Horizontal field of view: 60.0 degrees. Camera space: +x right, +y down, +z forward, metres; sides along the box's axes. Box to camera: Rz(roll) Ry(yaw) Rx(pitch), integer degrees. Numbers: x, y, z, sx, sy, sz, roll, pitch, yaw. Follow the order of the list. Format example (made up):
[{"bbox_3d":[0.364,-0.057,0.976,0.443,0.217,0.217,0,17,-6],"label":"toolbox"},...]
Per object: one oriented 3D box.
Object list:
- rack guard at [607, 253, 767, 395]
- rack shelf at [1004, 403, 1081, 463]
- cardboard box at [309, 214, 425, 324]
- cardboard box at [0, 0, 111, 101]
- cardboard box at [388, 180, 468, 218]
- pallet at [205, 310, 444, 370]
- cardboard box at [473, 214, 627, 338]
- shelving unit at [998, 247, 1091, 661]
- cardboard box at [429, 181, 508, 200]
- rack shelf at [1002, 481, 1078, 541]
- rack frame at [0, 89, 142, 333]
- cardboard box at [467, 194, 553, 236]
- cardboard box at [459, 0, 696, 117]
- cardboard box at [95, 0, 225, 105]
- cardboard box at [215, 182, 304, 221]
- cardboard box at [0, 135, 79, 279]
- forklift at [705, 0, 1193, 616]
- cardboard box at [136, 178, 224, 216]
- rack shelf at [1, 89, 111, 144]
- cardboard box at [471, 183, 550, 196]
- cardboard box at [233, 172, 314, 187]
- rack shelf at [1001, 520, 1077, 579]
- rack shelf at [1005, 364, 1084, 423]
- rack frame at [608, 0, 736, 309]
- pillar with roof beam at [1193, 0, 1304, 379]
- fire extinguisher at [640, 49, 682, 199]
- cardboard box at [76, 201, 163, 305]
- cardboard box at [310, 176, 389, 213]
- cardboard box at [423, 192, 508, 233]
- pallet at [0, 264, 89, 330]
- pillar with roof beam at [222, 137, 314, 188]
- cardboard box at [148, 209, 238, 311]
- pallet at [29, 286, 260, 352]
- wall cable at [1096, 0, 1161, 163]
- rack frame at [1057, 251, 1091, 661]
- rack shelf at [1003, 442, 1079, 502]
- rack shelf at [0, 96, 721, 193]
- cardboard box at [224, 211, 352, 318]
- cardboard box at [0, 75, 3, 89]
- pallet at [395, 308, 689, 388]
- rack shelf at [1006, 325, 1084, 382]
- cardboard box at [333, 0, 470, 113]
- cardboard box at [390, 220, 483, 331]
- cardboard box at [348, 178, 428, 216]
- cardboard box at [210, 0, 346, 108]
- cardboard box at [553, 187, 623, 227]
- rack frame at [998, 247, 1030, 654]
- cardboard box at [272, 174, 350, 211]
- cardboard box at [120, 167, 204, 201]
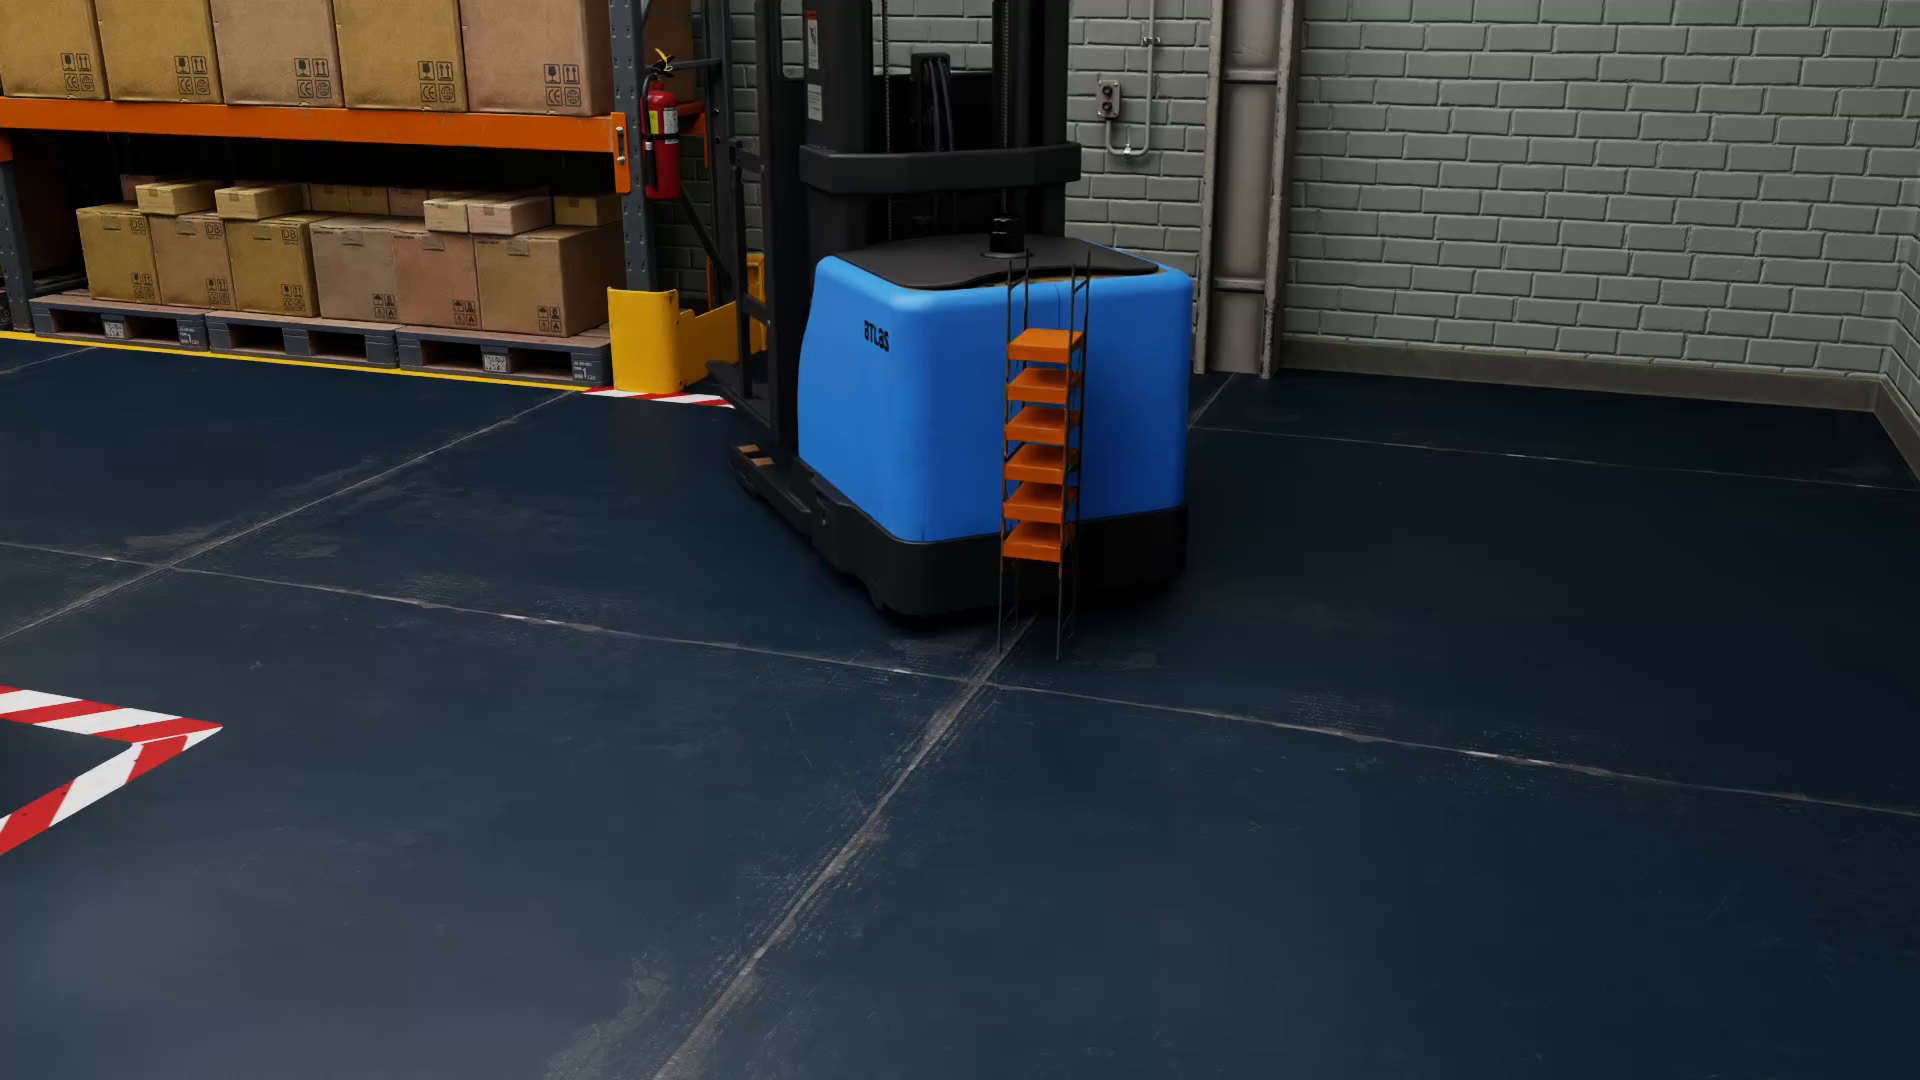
[{"bbox_3d":[-1.377,-1.139,8.584,0.348,0.500,1.175,7,20,18],"label":"rack guard"},{"bbox_3d":[0.250,-0.320,4.935,0.180,0.103,0.258,6,20,14],"label":"rack shelf"},{"bbox_3d":[-3.041,-1.493,8.961,0.500,0.500,0.700,6,20,16],"label":"cardboard box"},{"bbox_3d":[-4.671,-2.832,9.188,0.700,0.700,0.980,7,20,19],"label":"cardboard box"},{"bbox_3d":[-2.865,-1.848,8.996,0.250,0.149,0.380,7,20,19],"label":"cardboard box"},{"bbox_3d":[-3.329,-1.200,9.197,1.213,0.211,1.003,7,20,18],"label":"pallet"},{"bbox_3d":[-2.093,-1.384,8.650,0.500,0.500,0.700,7,20,18],"label":"cardboard box"},{"bbox_3d":[0.248,-0.249,4.959,0.189,1.200,0.258,6,20,14],"label":"shelving unit"},{"bbox_3d":[-2.625,-1.821,8.918,0.250,0.149,0.380,7,20,19],"label":"cardboard box"},{"bbox_3d":[0.246,-0.093,5.013,0.180,0.103,0.258,6,20,14],"label":"rack shelf"},{"bbox_3d":[-5.178,-2.754,9.420,0.127,3.000,1.000,7,20,18],"label":"rack frame"},{"bbox_3d":[-2.274,-1.648,8.421,0.250,0.149,0.380,6,20,17],"label":"cardboard box"},{"bbox_3d":[-1.884,-2.516,8.280,0.700,0.700,0.980,7,21,21],"label":"cardboard box"},{"bbox_3d":[-3.983,-2.751,8.957,0.700,0.700,0.980,6,20,17],"label":"cardboard box"},{"bbox_3d":[-3.748,-1.816,8.902,0.250,0.149,0.380,6,20,17],"label":"cardboard box"},{"bbox_3d":[-5.834,-1.967,9.790,0.750,0.750,0.750,7,20,19],"label":"cardboard box"},{"bbox_3d":[-0.289,-1.593,6.194,1.130,2.935,3.031,-8,21,-22],"label":"forklift"},{"bbox_3d":[-4.241,-1.872,9.063,0.250,0.149,0.380,7,20,20],"label":"cardboard box"},{"bbox_3d":[-7.067,-2.630,10.158,4.000,0.370,1.077,7,20,18],"label":"rack shelf"},{"bbox_3d":[-2.388,-1.794,8.840,0.250,0.149,0.380,7,20,18],"label":"cardboard box"},{"bbox_3d":[-3.829,-1.959,9.312,0.250,0.149,0.380,6,20,16],"label":"cardboard box"},{"bbox_3d":[0.244,0.020,5.052,0.180,0.103,0.258,6,20,14],"label":"rack shelf"},{"bbox_3d":[0.252,-0.433,4.896,0.180,0.103,0.258,6,20,14],"label":"rack shelf"},{"bbox_3d":[-1.399,-2.322,8.180,0.127,3.000,1.000,7,20,18],"label":"rack frame"},{"bbox_3d":[0.022,-3.794,3.288,0.400,9.000,9.100,7,20,18],"label":"pillar with roof beam"},{"bbox_3d":[-1.408,-1.950,7.796,0.183,0.674,0.296,7,20,18],"label":"fire extinguisher"},{"bbox_3d":[-4.505,-1.659,9.439,0.500,0.500,0.700,7,20,19],"label":"cardboard box"},{"bbox_3d":[-3.347,-1.903,9.154,0.250,0.149,0.380,6,20,17],"label":"cardboard box"},{"bbox_3d":[-2.516,-1.675,8.499,0.250,0.149,0.380,7,20,20],"label":"cardboard box"},{"bbox_3d":[-5.931,-1.497,10.051,1.213,0.211,1.003,7,20,18],"label":"pallet"},{"bbox_3d":[-5.645,-4.442,5.147,0.400,9.000,9.100,7,20,18],"label":"pillar with roof beam"},{"bbox_3d":[-4.032,-1.604,9.280,0.500,0.500,0.700,6,20,18],"label":"cardboard box"},{"bbox_3d":[-4.485,-1.331,9.574,1.213,0.211,1.003,7,20,18],"label":"pallet"},{"bbox_3d":[0.121,-2.958,8.460,1.851,1.984,0.084,7,20,18],"label":"wall cable"},{"bbox_3d":[0.337,-0.239,4.937,0.006,1.200,0.240,6,20,14],"label":"rack frame"},{"bbox_3d":[0.248,-0.207,4.974,0.180,0.103,0.258,6,20,14],"label":"rack shelf"},{"bbox_3d":[-3.289,-2.198,8.919,4.000,0.370,1.077,7,20,18],"label":"rack shelf"},{"bbox_3d":[-3.547,-1.548,9.119,0.500,0.500,0.700,7,20,19],"label":"cardboard box"},{"bbox_3d":[-5.590,-2.593,9.310,0.250,0.149,0.380,7,20,19],"label":"cardboard box"},{"bbox_3d":[-2.180,-1.067,8.817,1.213,0.211,1.003,7,20,18],"label":"pallet"},{"bbox_3d":[0.254,-0.547,4.856,0.180,0.103,0.258,6,20,14],"label":"rack shelf"},{"bbox_3d":[-2.575,-2.591,8.496,0.700,0.700,0.980,6,20,18],"label":"cardboard box"},{"bbox_3d":[-2.566,-1.438,8.805,0.500,0.500,0.700,6,20,18],"label":"cardboard box"},{"bbox_3d":[-3.108,-1.876,9.075,0.250,0.149,0.380,7,20,19],"label":"cardboard box"},{"bbox_3d":[-3.292,-2.676,8.740,0.700,0.700,0.980,6,20,15],"label":"cardboard box"},{"bbox_3d":[-1.910,-1.739,8.683,0.250,0.149,0.380,7,20,18],"label":"cardboard box"},{"bbox_3d":[0.160,-0.258,4.982,0.006,1.200,0.240,6,20,14],"label":"rack frame"},{"bbox_3d":[-3.591,-1.931,9.233,0.250,0.149,0.380,7,20,19],"label":"cardboard box"},{"bbox_3d":[-4.577,-2.043,9.554,0.250,0.149,0.380,6,20,18],"label":"cardboard box"}]
